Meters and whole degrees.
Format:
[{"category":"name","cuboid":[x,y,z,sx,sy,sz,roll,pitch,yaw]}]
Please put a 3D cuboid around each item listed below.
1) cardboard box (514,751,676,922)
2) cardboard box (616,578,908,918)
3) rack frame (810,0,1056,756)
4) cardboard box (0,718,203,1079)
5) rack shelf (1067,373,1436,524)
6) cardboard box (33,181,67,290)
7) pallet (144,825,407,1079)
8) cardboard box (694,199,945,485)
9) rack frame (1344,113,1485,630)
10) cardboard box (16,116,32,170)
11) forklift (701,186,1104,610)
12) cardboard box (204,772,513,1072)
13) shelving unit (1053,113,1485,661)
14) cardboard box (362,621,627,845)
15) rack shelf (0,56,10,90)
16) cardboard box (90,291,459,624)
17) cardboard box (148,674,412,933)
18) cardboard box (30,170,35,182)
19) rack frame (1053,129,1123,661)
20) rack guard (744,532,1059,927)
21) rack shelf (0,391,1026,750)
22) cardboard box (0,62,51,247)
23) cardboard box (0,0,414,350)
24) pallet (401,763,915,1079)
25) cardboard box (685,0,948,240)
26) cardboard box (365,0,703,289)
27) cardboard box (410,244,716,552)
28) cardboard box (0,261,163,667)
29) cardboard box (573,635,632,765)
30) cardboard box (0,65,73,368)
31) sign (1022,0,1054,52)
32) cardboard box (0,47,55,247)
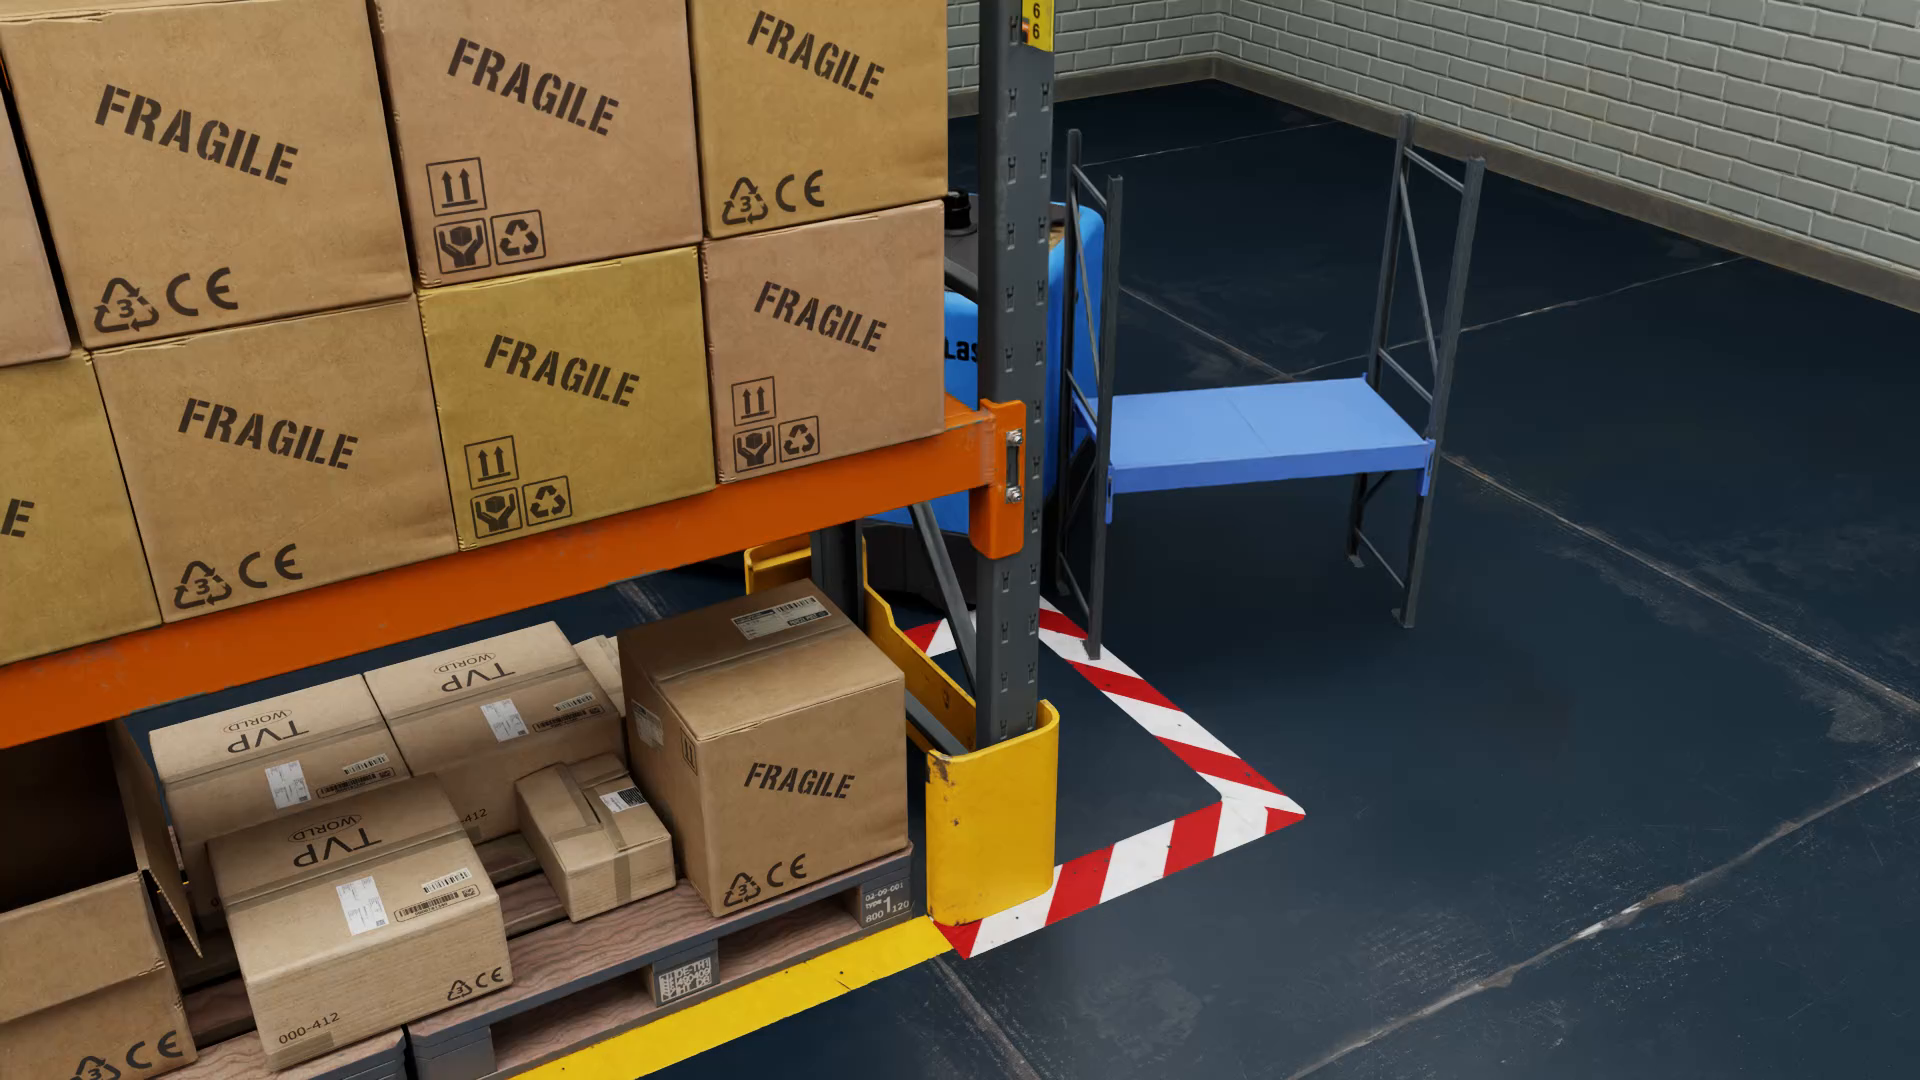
[{"category":"cardboard box","cuboid":[-0.857,0.680,3.890,0.250,0.166,0.380,-16,33,-26]},{"category":"cardboard box","cuboid":[-0.462,0.473,3.921,0.500,0.500,0.500,-16,33,-26]},{"category":"rack frame","cuboid":[-0.118,-0.665,3.850,0.127,3.000,1.000,-16,33,-26]},{"category":"cardboard box","cuboid":[-1.950,0.753,3.410,0.637,0.503,0.797,-16,33,-26]},{"category":"rack shelf","cuboid":[0.869,-0.293,5.101,1.000,0.185,0.538,-5,29,-9]},{"category":"cardboard box","cuboid":[-1.943,-0.338,3.155,0.500,0.500,0.500,-15,32,-26]},{"category":"pallet","cuboid":[-1.921,1.067,3.599,1.213,0.211,1.003,-16,33,-26]},{"category":"cardboard box","cuboid":[-0.367,-0.486,3.422,0.500,0.500,0.500,-15,32,-25]},{"category":"rack frame","cuboid":[1.369,-0.494,5.093,0.032,1.500,0.500,-5,29,-9]},{"category":"cardboard box","cuboid":[-4.049,-1.754,7.305,0.250,0.149,0.380,-15,32,-26]},{"category":"forklift","cuboid":[-1.081,-1.469,5.378,3.031,2.935,1.130,9,30,16]},{"category":"cardboard box","cuboid":[-1.297,0.802,3.583,0.500,0.250,0.500,-16,33,-26]},{"category":"shelving unit","cuboid":[0.869,-0.450,5.014,1.048,1.500,0.538,-5,29,-9]},{"category":"cardboard box","cuboid":[-1.162,0.484,4.160,0.500,0.250,0.500,-16,33,-26]},{"category":"rack shelf","cuboid":[-4.355,-1.923,6.875,4.000,0.370,1.077,-16,33,-26]},{"category":"cardboard box","cuboid":[-1.245,-0.237,2.972,0.500,0.500,0.500,-16,32,-26]},{"category":"cardboard box","cuboid":[-1.593,0.606,3.938,0.500,0.250,0.500,-16,33,-26]},{"category":"cardboard box","cuboid":[-4.049,-1.358,7.259,0.500,0.500,0.700,-17,33,-28]},{"category":"rack frame","cuboid":[0.369,-0.407,4.934,0.032,1.500,0.500,-5,29,-9]},{"category":"rack guard","cuboid":[-0.184,0.448,4.421,0.348,0.500,1.175,-16,33,-26]},{"category":"rack shelf","cuboid":[-1.843,0.140,3.137,4.000,0.370,1.077,-16,33,-26]},{"category":"cardboard box","cuboid":[-1.953,-0.771,2.905,0.500,0.500,0.500,-16,33,-27]},{"category":"cardboard box","cuboid":[-1.242,-0.670,2.721,0.500,0.500,0.500,-15,32,-25]},{"category":"pallet","cuboid":[-0.871,0.770,4.136,1.213,0.211,1.003,-16,33,-26]},{"category":"cardboard box","cuboid":[-0.363,-0.923,3.180,0.500,0.500,0.500,-16,33,-27]},{"category":"cardboard box","cuboid":[-0.798,-0.799,2.955,0.500,0.500,0.500,-15,32,-25]},{"category":"cardboard box","cuboid":[-0.812,-0.357,3.189,0.500,0.500,0.500,-16,32,-26]},{"category":"cardboard box","cuboid":[-1.679,-0.114,2.749,0.500,0.500,0.500,-16,33,-27]},{"category":"cardboard box","cuboid":[-0.869,0.403,4.391,0.250,0.166,0.380,-16,33,-26]},{"category":"cardboard box","cuboid":[-1.685,-0.544,2.494,0.500,0.500,0.500,-15,32,-25]},{"category":"sign","cuboid":[0.146,-1.074,3.066,0.005,0.325,0.100,-16,33,-26]},{"category":"cardboard box","cuboid":[-1.515,-0.896,3.131,0.500,0.500,0.500,-15,32,-26]}]
